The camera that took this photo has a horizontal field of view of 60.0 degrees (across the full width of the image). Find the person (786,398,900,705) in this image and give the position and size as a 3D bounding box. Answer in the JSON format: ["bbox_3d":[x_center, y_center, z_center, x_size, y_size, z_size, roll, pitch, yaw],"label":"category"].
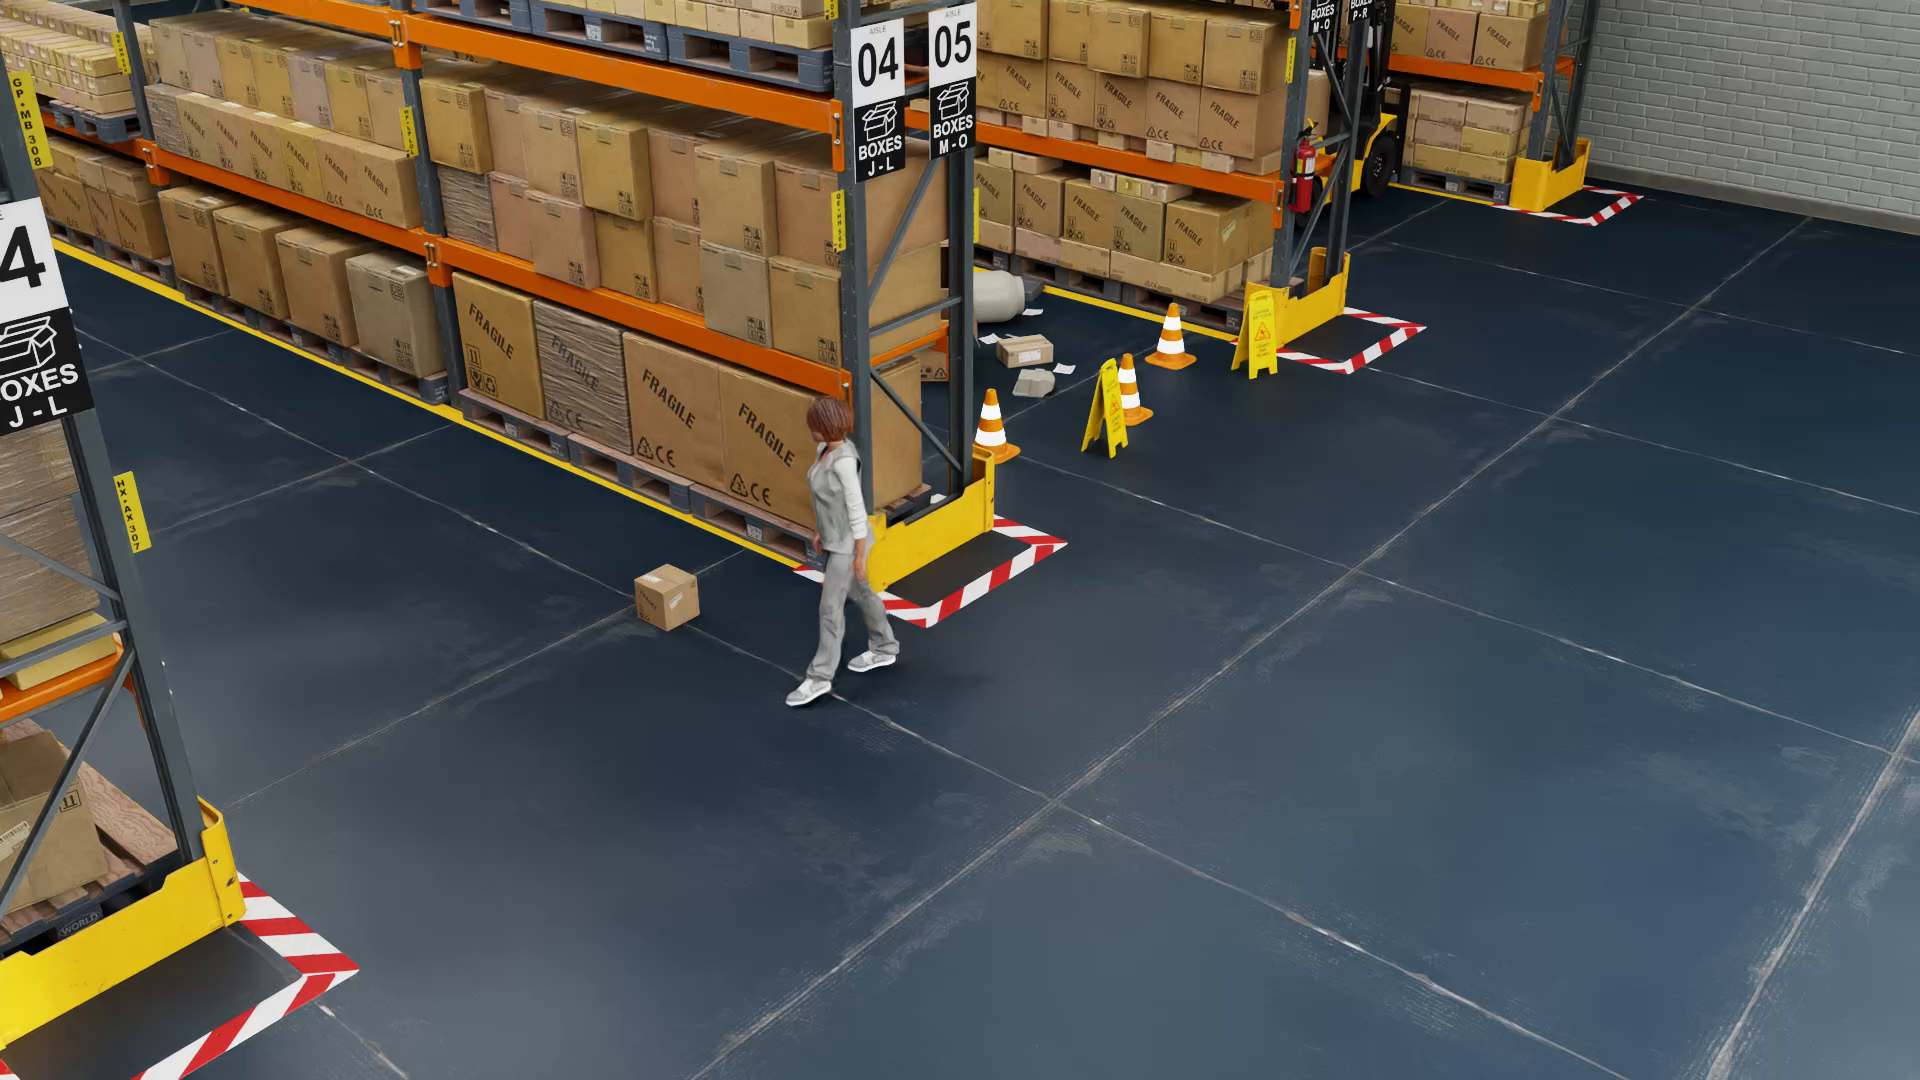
[{"bbox_3d":[-0.644,0.032,8.551,0.642,1.581,0.486,-7,28,-12],"label":"person"}]
